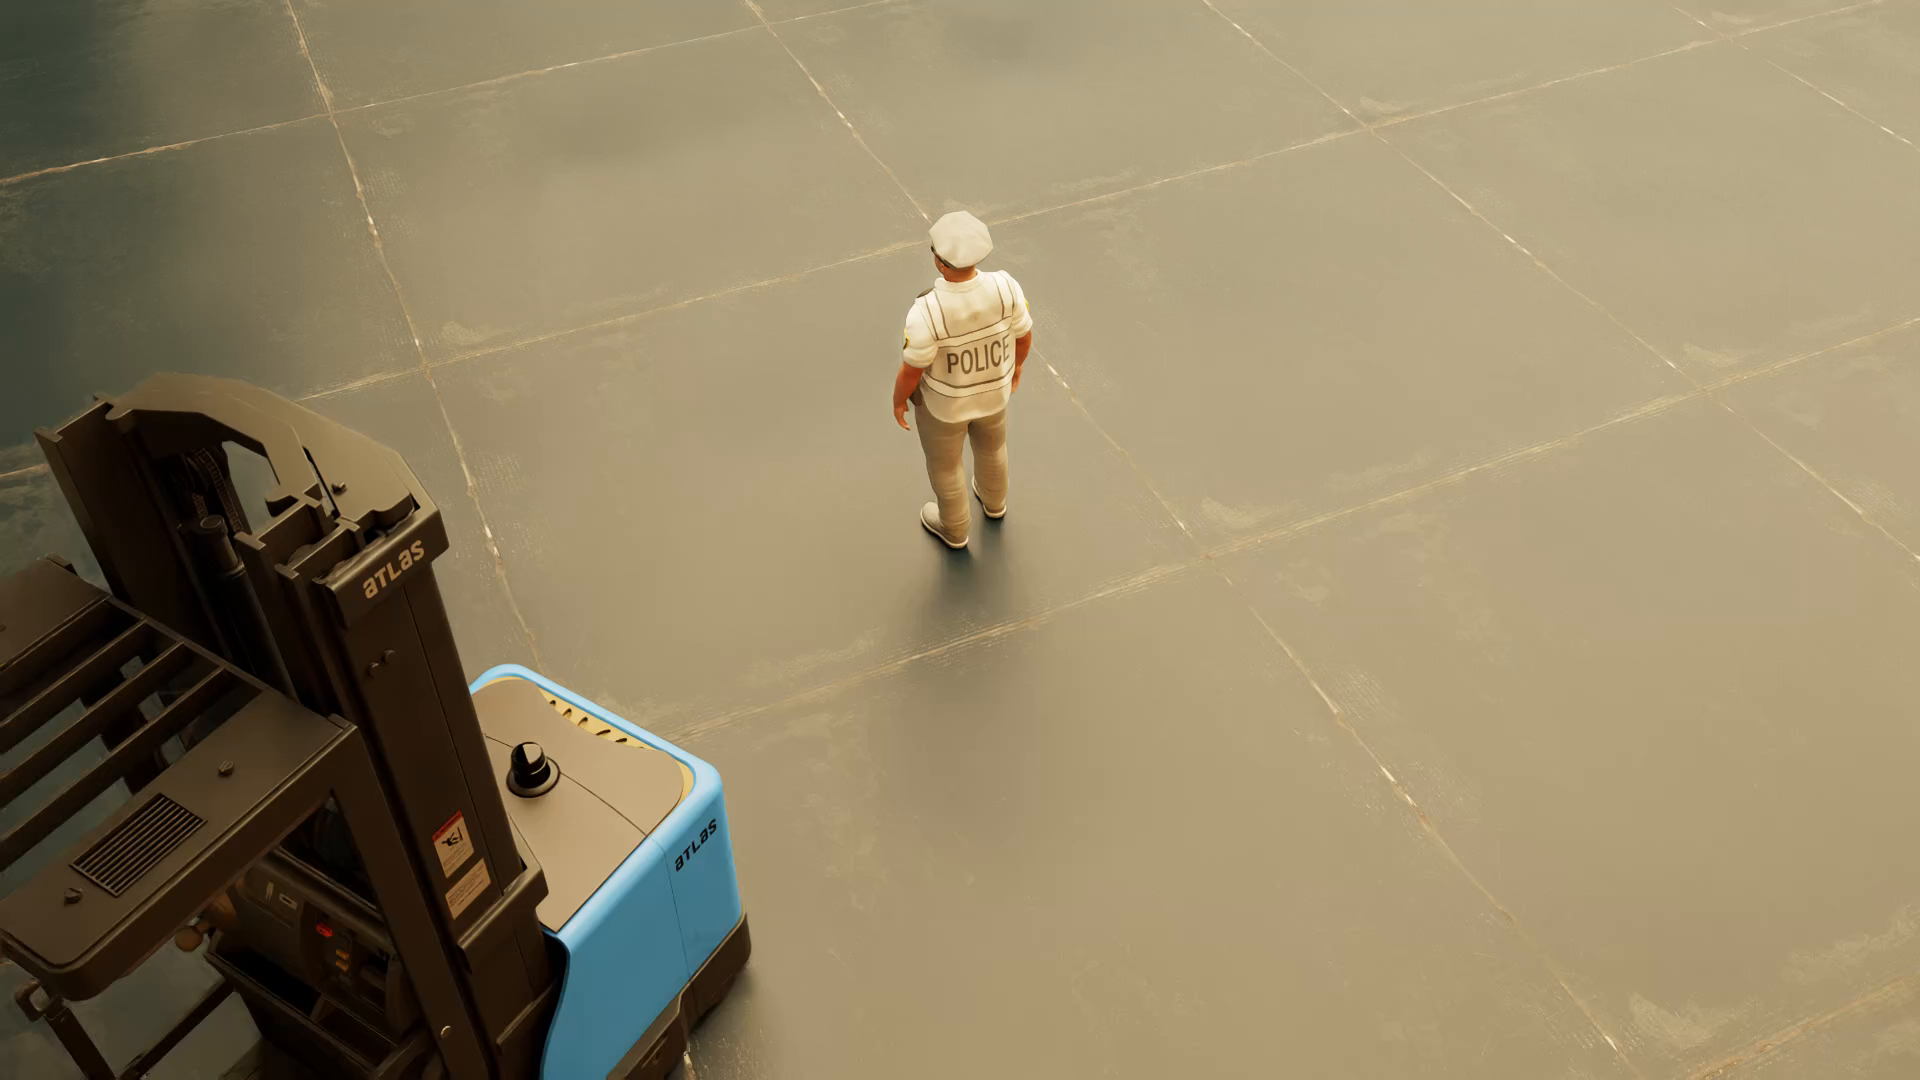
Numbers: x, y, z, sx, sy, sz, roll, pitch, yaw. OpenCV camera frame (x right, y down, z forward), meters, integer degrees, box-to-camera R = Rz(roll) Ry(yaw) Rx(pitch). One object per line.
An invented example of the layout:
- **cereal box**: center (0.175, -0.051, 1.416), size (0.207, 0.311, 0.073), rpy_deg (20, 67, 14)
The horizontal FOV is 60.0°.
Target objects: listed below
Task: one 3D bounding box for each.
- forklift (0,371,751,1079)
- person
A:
- **forklift**: center (-1.974, 1.150, 4.448), size (1.130, 2.935, 3.031), rpy_deg (23, 48, 23)
- **person**: center (-0.023, -0.708, 7.271), size (0.641, 1.779, 0.574), rpy_deg (-18, 46, -18)
